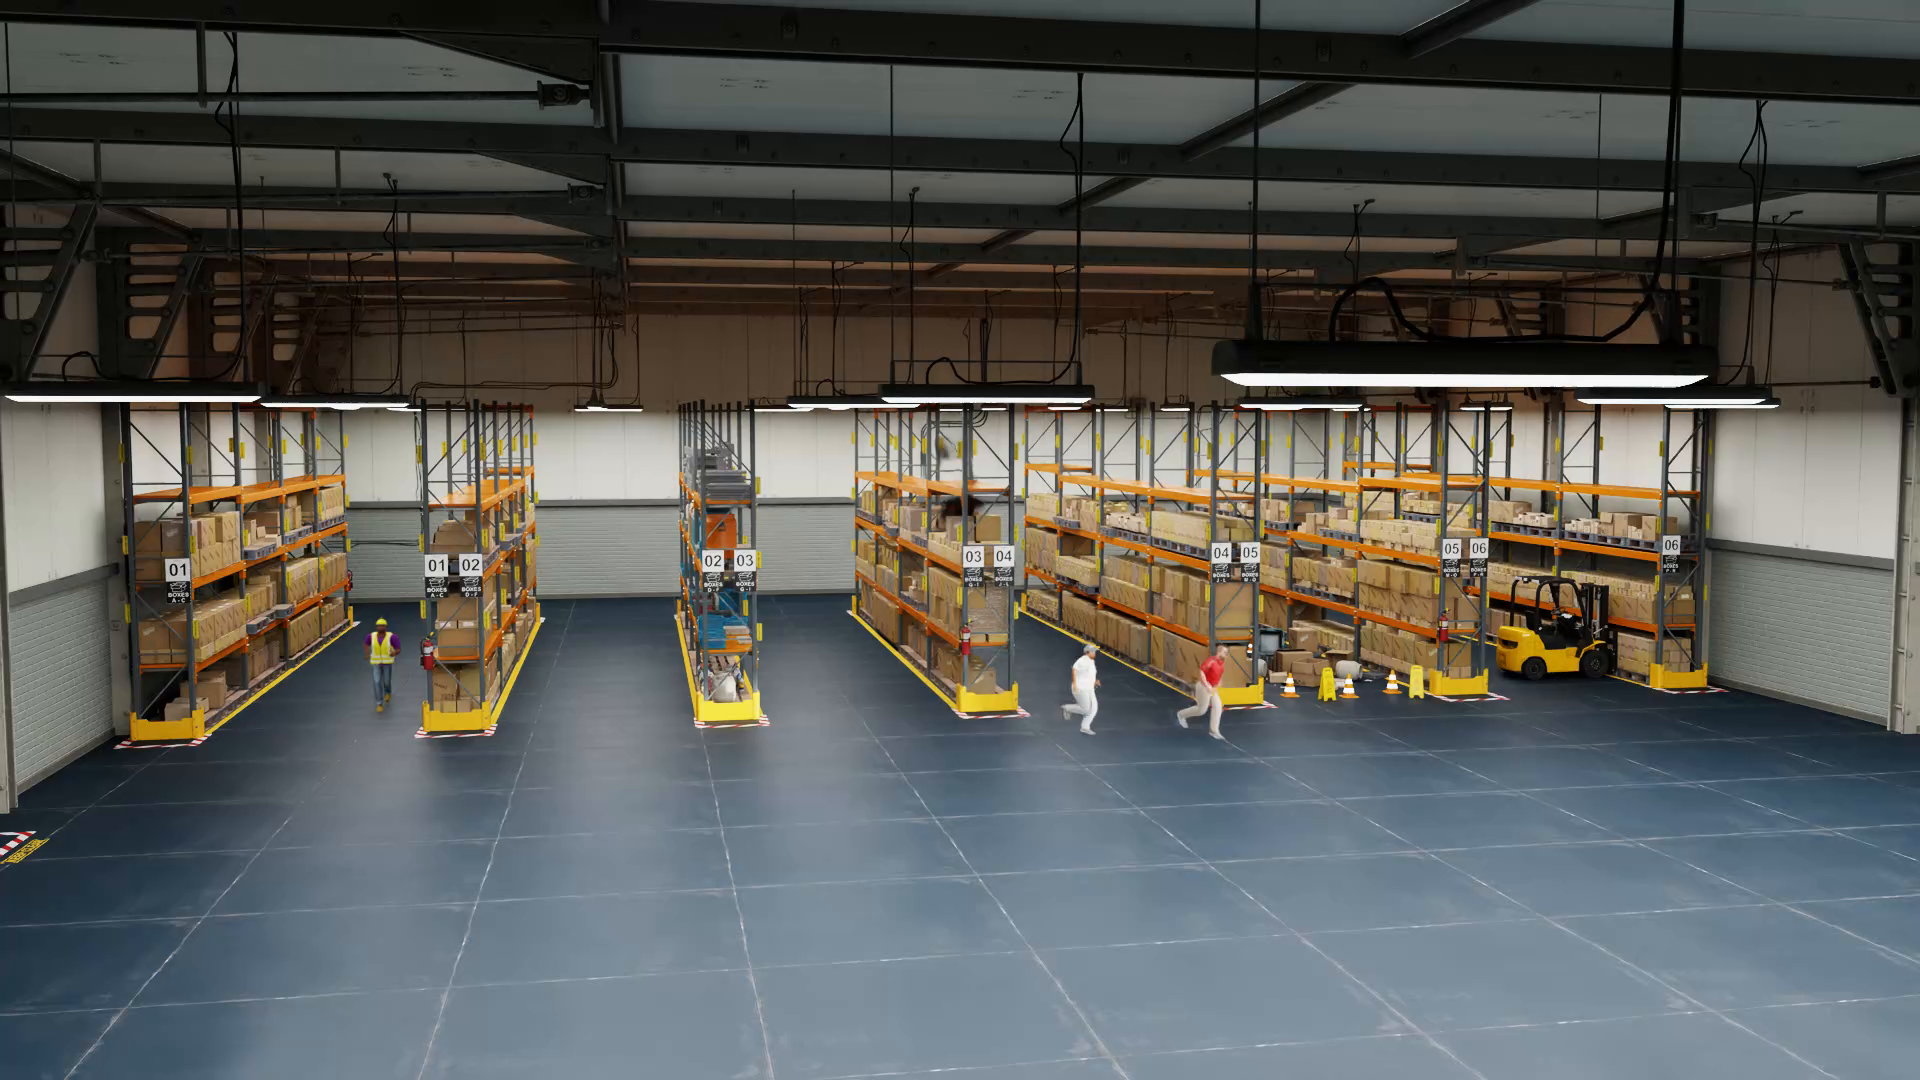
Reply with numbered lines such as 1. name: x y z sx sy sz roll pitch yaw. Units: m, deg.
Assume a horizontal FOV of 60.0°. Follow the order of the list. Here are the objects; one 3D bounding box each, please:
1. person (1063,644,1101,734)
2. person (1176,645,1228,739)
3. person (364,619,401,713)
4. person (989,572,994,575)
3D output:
1. person: 2.188 2.683 29.925 0.667 1.630 0.637 3 5 30
2. person: 4.328 2.688 29.646 0.958 1.692 0.677 3 5 30
3. person: -11.204 2.404 32.250 0.700 1.774 0.972 -1 4 -14
4. person: 0.931 1.164 49.024 0.742 1.741 0.544 3 5 37
